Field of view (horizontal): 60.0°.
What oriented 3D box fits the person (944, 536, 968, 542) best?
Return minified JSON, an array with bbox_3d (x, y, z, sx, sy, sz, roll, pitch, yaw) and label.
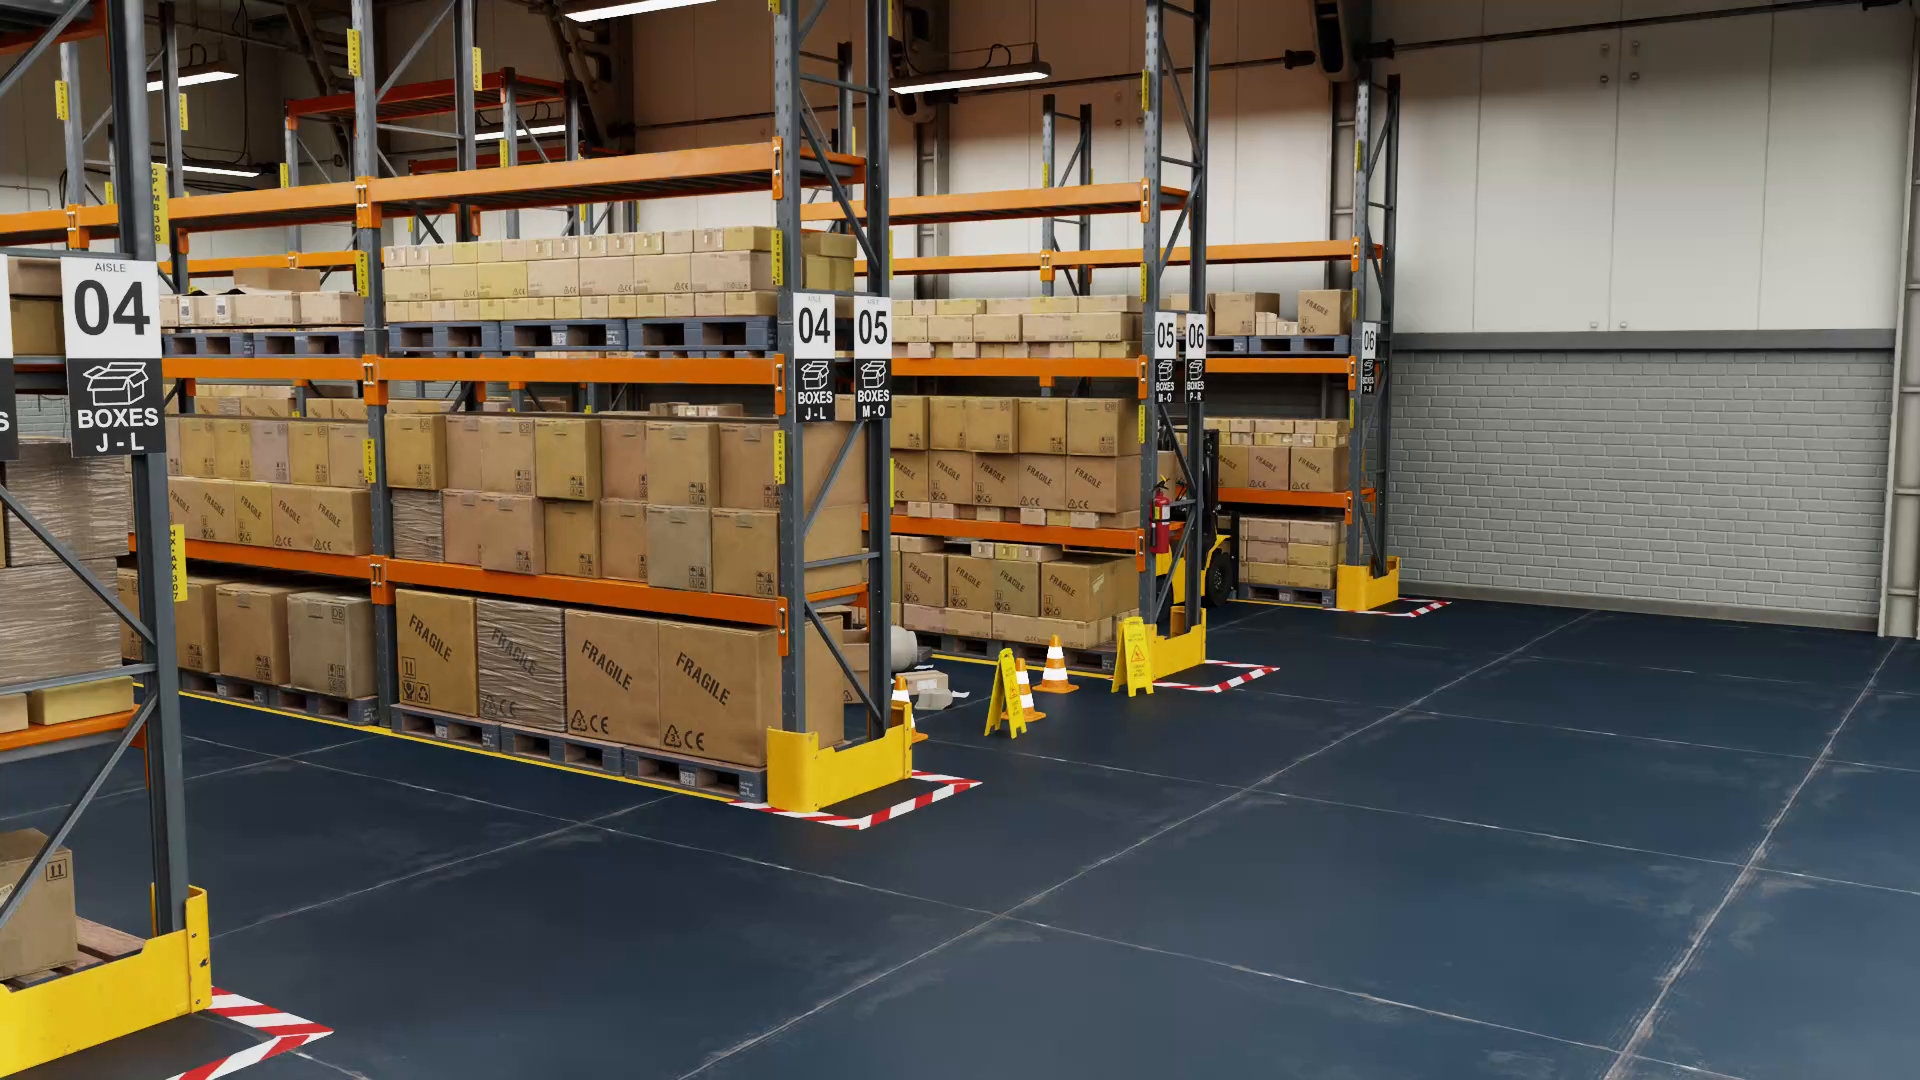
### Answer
[{"bbox_3d":[-0.143,-0.132,18.851,0.548,1.779,0.358,4,8,35],"label":"person"}]
